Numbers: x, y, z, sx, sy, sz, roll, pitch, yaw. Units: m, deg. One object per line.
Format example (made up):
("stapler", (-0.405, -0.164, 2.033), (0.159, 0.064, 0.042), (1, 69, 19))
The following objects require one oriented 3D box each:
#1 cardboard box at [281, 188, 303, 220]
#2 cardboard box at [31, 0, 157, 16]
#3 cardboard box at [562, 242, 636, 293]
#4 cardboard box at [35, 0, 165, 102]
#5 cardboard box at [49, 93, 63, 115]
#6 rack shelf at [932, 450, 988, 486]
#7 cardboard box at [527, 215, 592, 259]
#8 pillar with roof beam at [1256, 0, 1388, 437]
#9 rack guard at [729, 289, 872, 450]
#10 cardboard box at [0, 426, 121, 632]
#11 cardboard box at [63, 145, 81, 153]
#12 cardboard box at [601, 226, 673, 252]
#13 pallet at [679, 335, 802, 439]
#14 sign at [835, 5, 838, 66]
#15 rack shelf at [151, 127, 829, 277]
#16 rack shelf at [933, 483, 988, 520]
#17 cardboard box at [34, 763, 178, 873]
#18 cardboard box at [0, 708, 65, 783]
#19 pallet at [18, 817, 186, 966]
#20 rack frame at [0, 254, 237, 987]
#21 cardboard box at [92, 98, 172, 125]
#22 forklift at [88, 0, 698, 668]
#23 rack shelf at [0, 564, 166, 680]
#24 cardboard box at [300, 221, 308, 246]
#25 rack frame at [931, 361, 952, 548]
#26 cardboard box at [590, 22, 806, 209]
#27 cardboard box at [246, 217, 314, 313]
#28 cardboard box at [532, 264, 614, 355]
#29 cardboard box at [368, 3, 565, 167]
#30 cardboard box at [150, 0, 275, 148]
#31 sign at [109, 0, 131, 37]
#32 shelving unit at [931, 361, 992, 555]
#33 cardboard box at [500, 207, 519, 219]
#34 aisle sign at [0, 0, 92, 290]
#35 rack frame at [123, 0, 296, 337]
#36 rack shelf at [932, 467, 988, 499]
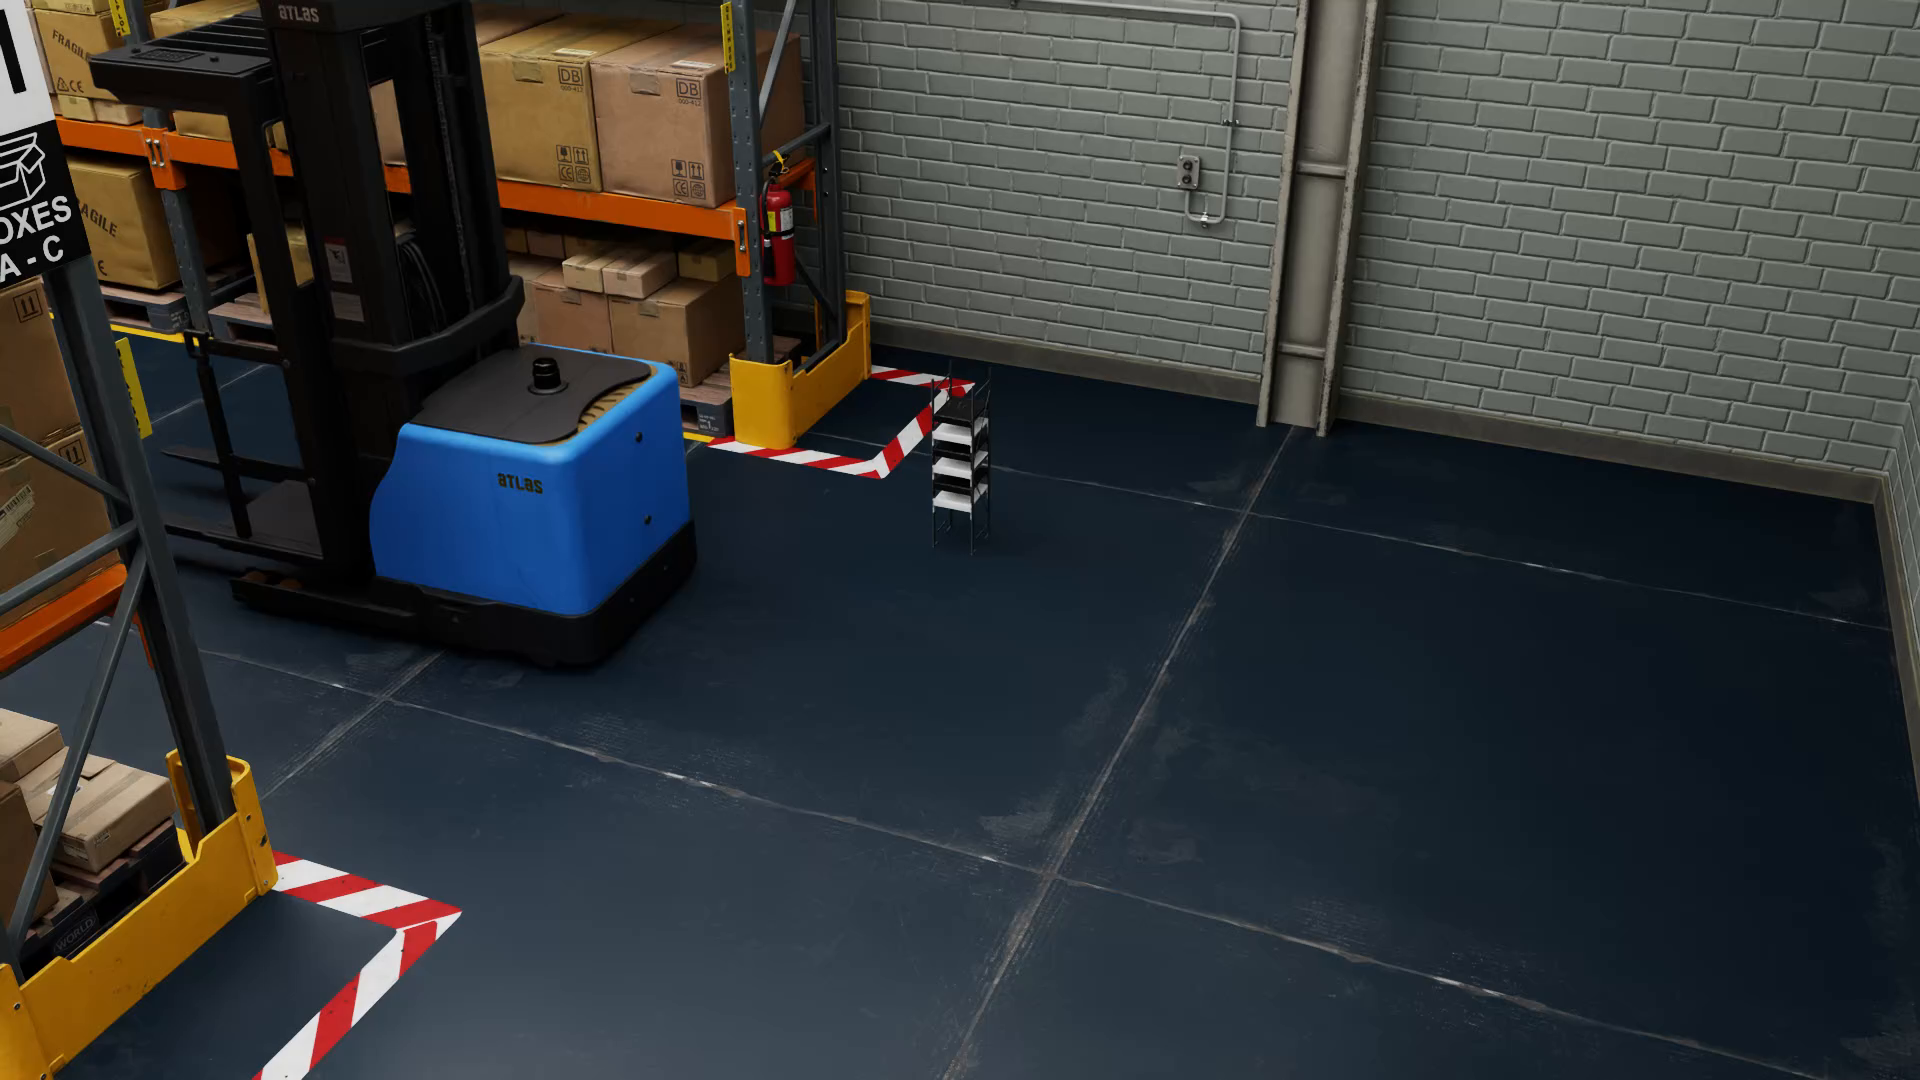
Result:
("cardboard box", (-4.025, -2.141, 10.444), (0.250, 0.149, 0.380), (11, 31, 19))
("cardboard box", (-5.149, -3.310, 9.871), (0.500, 0.250, 0.500), (12, 32, 20))
("cardboard box", (-2.025, -1.540, 9.381), (0.250, 0.149, 0.380), (12, 32, 20))
("cardboard box", (-5.143, -2.984, 10.057), (0.500, 0.500, 0.500), (11, 31, 18))
("cardboard box", (-5.506, -2.769, 10.335), (0.250, 0.149, 0.380), (12, 32, 21))
("rack shelf", (0.008, -0.361, 8.042), (0.200, 0.077, 0.258), (11, 31, 19))
("cardboard box", (-2.346, -1.807, 9.853), (0.250, 0.149, 0.380), (12, 32, 20))
("pillar with roof beam", (0.295, -2.635, 3.767), (0.400, 9.000, 9.100), (11, 31, 19))
("rack guard", (-0.891, -0.999, 9.509), (0.348, 0.500, 1.175), (11, 31, 19))
("cardboard box", (-3.085, -0.078, 5.238), (0.500, 0.500, 0.500), (12, 32, 20))
("cardboard box", (-6.096, -2.303, 11.034), (0.750, 0.750, 0.750), (12, 32, 21))
("cardboard box", (-1.879, -1.714, 9.688), (0.250, 0.149, 0.380), (11, 31, 19))
("pallet", (-1.684, -0.990, 9.787), (1.213, 0.211, 1.003), (11, 31, 19))
("sign", (-0.699, -2.755, 9.116), (0.005, 0.325, 0.100), (11, 31, 19))
("rack shelf", (-2.767, -2.149, 9.734), (4.000, 0.370, 1.077), (11, 31, 19))
("rack shelf", (0.008, -0.205, 8.131), (0.200, 0.077, 0.258), (11, 31, 19))
("cardboard box", (-3.031, 0.983, 5.913), (0.250, 0.149, 0.380), (11, 31, 19))
("cardboard box", (-3.633, 0.851, 6.044), (0.500, 0.250, 0.500), (11, 31, 19))
("pallet", (-3.582, 1.221, 5.876), (1.213, 0.211, 1.003), (11, 31, 19))
("rack frame", (-2.773, 0.168, 4.905), (0.127, 3.000, 1.000), (11, 31, 19))
("cardboard box", (-5.040, -2.665, 10.151), (0.250, 0.149, 0.380), (12, 31, 20))
("forklift", (-2.823, -1.161, 7.326), (3.031, 2.935, 1.130), (10, 31, 18))
("rack shelf", (-4.626, 0.111, 5.737), (4.000, 0.370, 1.077), (11, 31, 19))
("cardboard box", (-3.717, -1.877, 9.977), (0.250, 0.149, 0.380), (12, 32, 21))
("rack frame", (-0.087, -0.409, 8.059), (0.006, 0.900, 0.240), (11, 31, 19))
("cardboard box", (-1.390, -2.312, 8.987), (0.700, 0.700, 0.980), (13, 32, 21))
("cardboard box", (-3.966, -1.741, 10.396), (0.500, 0.500, 0.700), (12, 32, 20))
("cardboard box", (-2.064, -1.363, 9.726), (0.500, 0.500, 0.700), (11, 31, 19))
("cardboard box", (-2.771, -2.587, 9.473), (0.700, 0.700, 0.980), (10, 31, 17))
("cardboard box", (-4.124, -2.855, 9.947), (0.700, 0.700, 0.980), (12, 32, 20))
("sign", (-4.815, -3.052, 9.505), (0.005, 0.325, 0.100), (11, 31, 19))
("shelving unit", (0.008, -0.390, 8.026), (0.210, 0.900, 0.258), (11, 31, 19))
("cardboard box", (-2.819, -1.901, 10.020), (0.250, 0.149, 0.380), (11, 31, 18))
("aisle sign", (-2.599, -1.085, 4.480), (0.004, 0.787, 0.394), (11, 31, 19))
("rack frame", (-4.620, -2.832, 10.212), (0.127, 3.000, 1.000), (11, 31, 19))
("rack shelf", (0.008, -0.283, 8.087), (0.200, 0.077, 0.258), (11, 31, 19))
